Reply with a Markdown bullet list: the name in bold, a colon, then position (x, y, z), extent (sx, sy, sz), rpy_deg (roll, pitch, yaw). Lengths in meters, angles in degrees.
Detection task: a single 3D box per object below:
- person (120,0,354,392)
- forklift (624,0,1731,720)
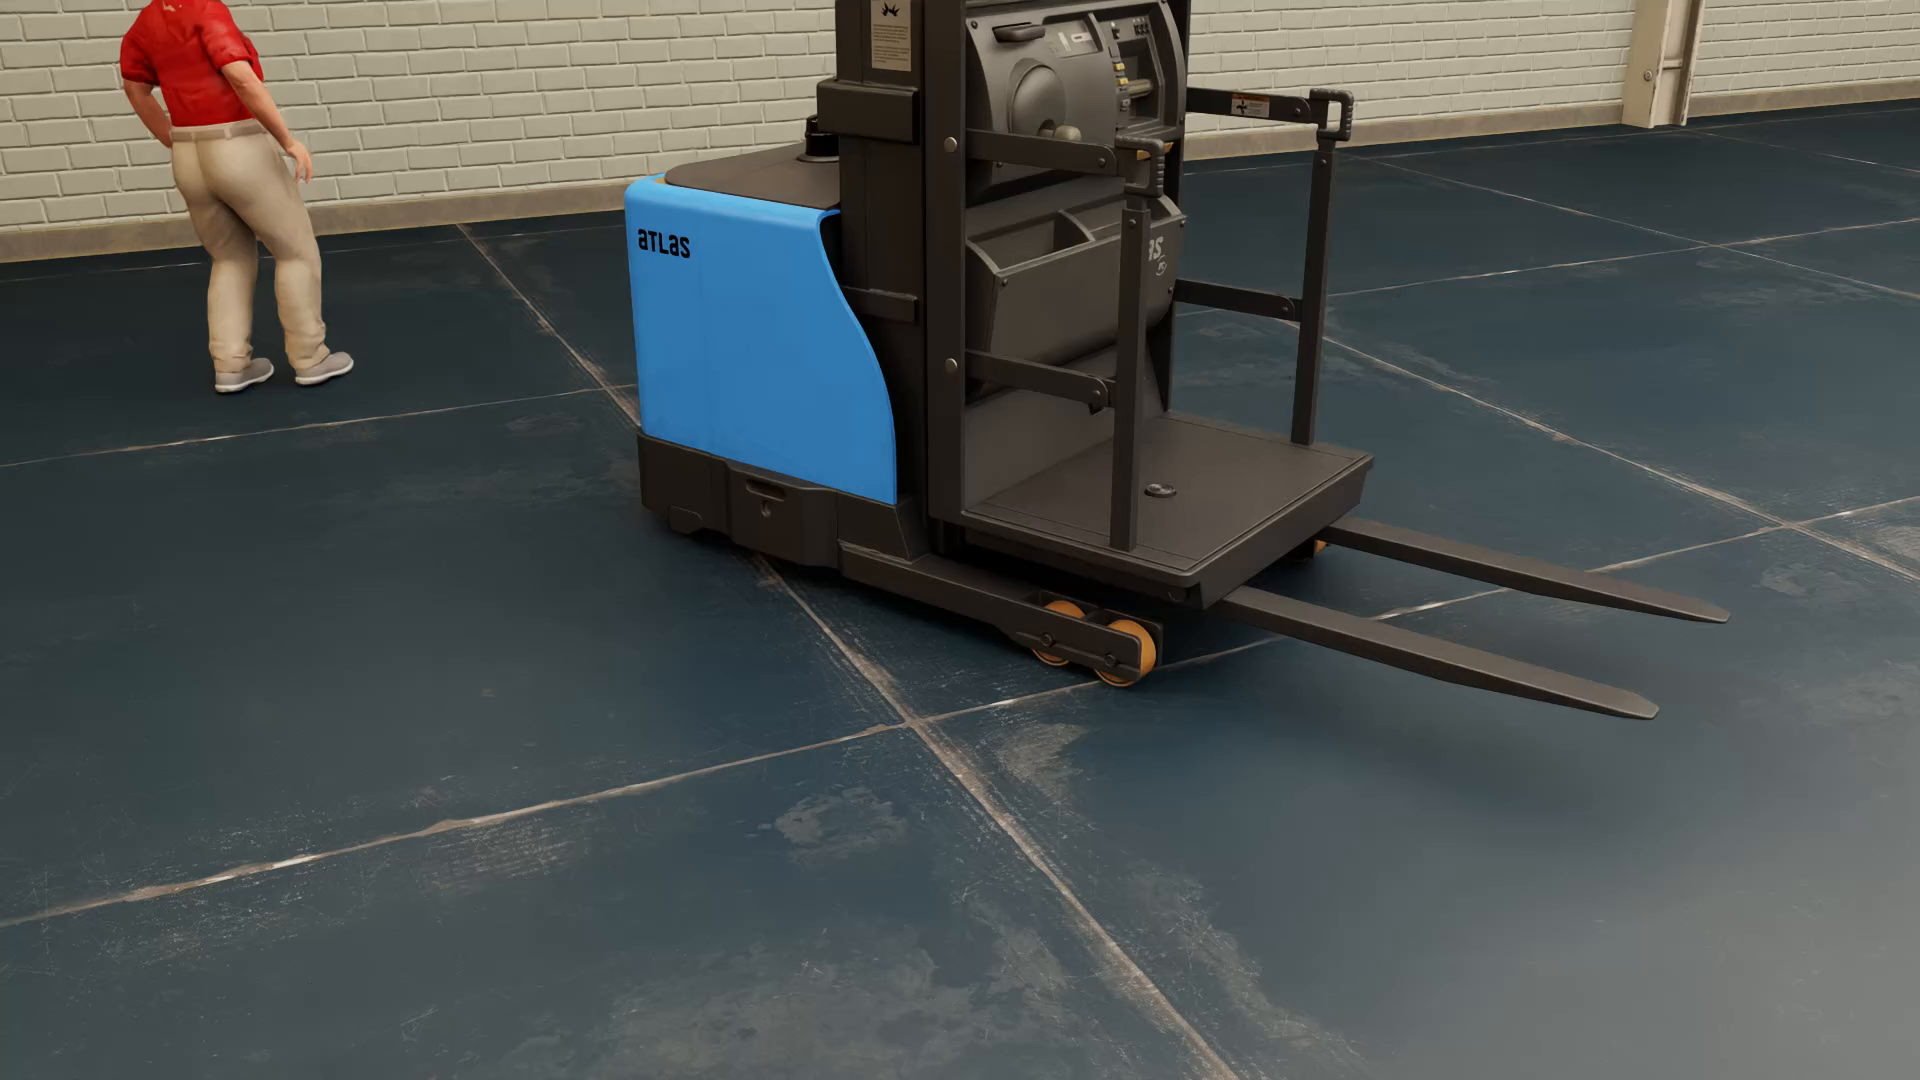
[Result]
- **person**: position (-2.751, -1.434, 6.332), extent (0.749, 1.710, 0.520), rpy_deg (8, 24, 19)
- **forklift**: position (0.488, -1.213, 4.206), extent (3.031, 2.935, 1.130), rpy_deg (16, 27, 34)
